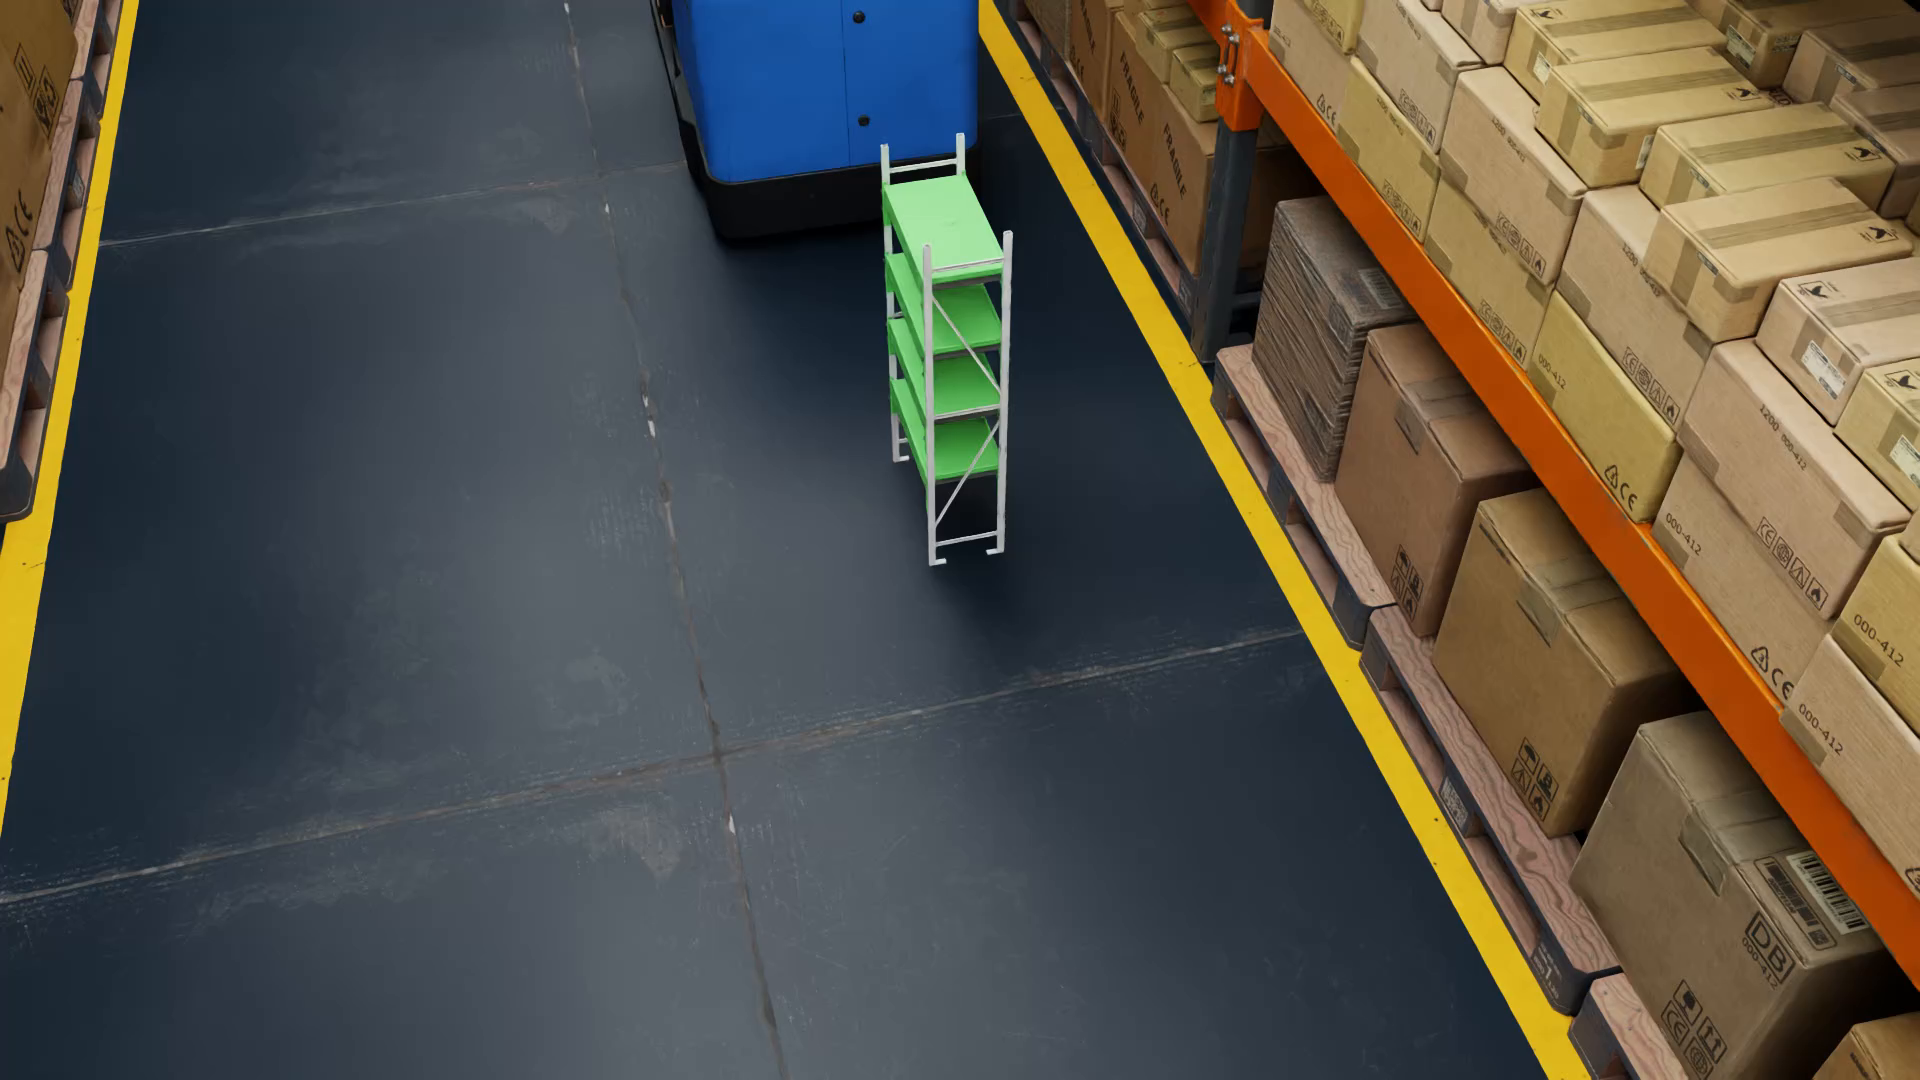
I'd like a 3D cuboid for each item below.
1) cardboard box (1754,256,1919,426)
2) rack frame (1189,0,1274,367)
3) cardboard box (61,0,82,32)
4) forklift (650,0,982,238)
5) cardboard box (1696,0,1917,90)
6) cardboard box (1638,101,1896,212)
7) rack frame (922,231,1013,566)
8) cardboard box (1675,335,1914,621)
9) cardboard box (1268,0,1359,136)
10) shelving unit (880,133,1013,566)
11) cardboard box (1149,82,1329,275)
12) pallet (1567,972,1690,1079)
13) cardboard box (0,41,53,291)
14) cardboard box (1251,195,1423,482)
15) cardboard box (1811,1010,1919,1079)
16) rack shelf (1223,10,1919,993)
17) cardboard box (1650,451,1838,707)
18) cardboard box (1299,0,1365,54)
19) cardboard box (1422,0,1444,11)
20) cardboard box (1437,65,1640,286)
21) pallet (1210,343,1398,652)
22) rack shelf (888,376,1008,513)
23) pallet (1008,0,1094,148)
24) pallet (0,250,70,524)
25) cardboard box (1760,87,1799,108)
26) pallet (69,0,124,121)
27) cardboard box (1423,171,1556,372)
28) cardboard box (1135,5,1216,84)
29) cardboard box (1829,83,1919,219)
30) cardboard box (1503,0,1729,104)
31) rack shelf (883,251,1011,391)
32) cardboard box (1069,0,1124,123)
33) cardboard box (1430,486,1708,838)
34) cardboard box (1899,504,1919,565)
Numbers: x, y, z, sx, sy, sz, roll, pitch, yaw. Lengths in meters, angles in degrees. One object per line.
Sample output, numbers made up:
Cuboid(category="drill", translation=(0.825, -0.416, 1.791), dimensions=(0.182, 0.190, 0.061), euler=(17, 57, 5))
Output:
Cuboid(category="cardboard box", translation=(1.684, -0.367, 2.985), dimensions=(0.380, 0.149, 0.250), euler=(-10, 46, -10))
Cuboid(category="rack frame", translation=(1.318, -1.794, 4.908), dimensions=(1.000, 3.000, 0.127), euler=(-11, 47, -10))
Cuboid(category="cardboard box", translation=(-4.268, -2.635, 6.926), dimensions=(0.875, 0.875, 0.875), euler=(-9, 46, -9))
Cuboid(category="forklift", translation=(-0.770, -3.235, 6.368), dimensions=(1.130, 2.935, 3.031), euler=(-10, 46, -10))
Cuboid(category="cardboard box", translation=(1.901, -1.167, 3.769), dimensions=(0.380, 0.149, 0.250), euler=(-11, 47, -11))
Cuboid(category="cardboard box", translation=(1.615, -0.731, 3.342), dimensions=(0.380, 0.149, 0.250), euler=(-11, 47, -10))
Cuboid(category="rack frame", translation=(0.020, -0.366, 4.768), dimensions=(0.240, 1.200, 0.015), euler=(-11, 47, -10))
Cuboid(category="cardboard box", translation=(1.705, -0.155, 3.057), dimensions=(0.500, 0.250, 0.500), euler=(-10, 46, -10))
Cuboid(category="cardboard box", translation=(1.195, -1.391, 4.618), dimensions=(0.500, 0.250, 0.500), euler=(-11, 47, -10))
Cuboid(category="shelving unit", translation=(-0.042, -0.534, 4.933), dimensions=(0.258, 1.200, 0.503), euler=(-11, 47, -10))
Cuboid(category="cardboard box", translation=(1.002, -1.319, 5.898), dimensions=(0.500, 0.500, 0.500), euler=(-9, 46, -9))
Cuboid(category="pallet", translation=(2.115, 1.442, 3.689), dimensions=(1.003, 0.211, 1.213), euler=(-11, 47, -10))
Cuboid(category="cardboard box", translation=(-3.801, -1.396, 5.711), dimensions=(0.875, 0.875, 0.875), euler=(-10, 46, -10))
Cuboid(category="cardboard box", translation=(1.464, -0.677, 5.182), dimensions=(0.875, 0.625, 0.625), euler=(-9, 46, -9))
Cuboid(category="cardboard box", translation=(2.197, 1.294, 3.251), dimensions=(0.875, 0.625, 0.625), euler=(-9, 46, -9))
Cuboid(category="rack shelf", translation=(1.830, -0.161, 3.812), dimensions=(1.077, 0.370, 4.000), euler=(-11, 47, -10))
Cuboid(category="cardboard box", translation=(1.728, 0.025, 3.230), dimensions=(0.500, 0.250, 0.500), euler=(-10, 47, -10))
Cuboid(category="cardboard box", translation=(1.171, -1.561, 4.435), dimensions=(0.500, 0.250, 0.500), euler=(-11, 47, -10))
Cuboid(category="cardboard box", translation=(1.275, -1.425, 4.022), dimensions=(0.380, 0.149, 0.250), euler=(-10, 46, -9))
Cuboid(category="cardboard box", translation=(1.439, -0.855, 3.743), dimensions=(0.500, 0.250, 0.500), euler=(-12, 47, -11))
Cuboid(category="pallet", translation=(1.491, -0.243, 5.340), dimensions=(1.003, 0.211, 1.213), euler=(-11, 47, -10))
Cuboid(category="rack shelf", translation=(-0.042, -0.322, 5.151), dimensions=(0.258, 0.148, 0.480), euler=(-11, 47, -10))
Cuboid(category="pallet", translation=(0.854, -2.181, 7.240), dimensions=(1.003, 0.211, 1.213), euler=(-11, 47, -10))
Cuboid(category="pallet", translation=(-3.609, -0.466, 5.559), dimensions=(1.003, 0.211, 1.213), euler=(-11, 47, -10))
Cuboid(category="cardboard box", translation=(1.959, -0.958, 3.844), dimensions=(0.500, 0.250, 0.500), euler=(-11, 47, -11))
Cuboid(category="pallet", translation=(-4.233, -2.151, 7.210), dimensions=(1.003, 0.211, 1.213), euler=(-11, 47, -10))
Cuboid(category="cardboard box", translation=(1.458, -0.688, 3.929), dimensions=(0.500, 0.250, 0.500), euler=(-12, 47, -12))
Cuboid(category="cardboard box", translation=(0.847, -1.771, 5.887), dimensions=(0.380, 0.149, 0.250), euler=(-13, 47, -12))
Cuboid(category="cardboard box", translation=(2.008, -0.812, 3.421), dimensions=(0.380, 0.149, 0.250), euler=(-9, 46, -9))
Cuboid(category="cardboard box", translation=(1.447, -1.079, 3.683), dimensions=(0.380, 0.149, 0.250), euler=(-10, 46, -10))
Cuboid(category="rack shelf", translation=(-0.042, -0.658, 4.808), dimensions=(0.258, 0.148, 0.480), euler=(-11, 47, -10))
Cuboid(category="cardboard box", translation=(0.747, -2.027, 6.592), dimensions=(0.500, 0.500, 0.500), euler=(-9, 46, -9))
Cuboid(category="cardboard box", translation=(1.812, 0.238, 4.285), dimensions=(0.875, 0.625, 0.625), euler=(-12, 47, -12))
Cuboid(category="cardboard box", translation=(1.749, -0.001, 2.626), dimensions=(0.380, 0.149, 0.250), euler=(-12, 47, -12))
